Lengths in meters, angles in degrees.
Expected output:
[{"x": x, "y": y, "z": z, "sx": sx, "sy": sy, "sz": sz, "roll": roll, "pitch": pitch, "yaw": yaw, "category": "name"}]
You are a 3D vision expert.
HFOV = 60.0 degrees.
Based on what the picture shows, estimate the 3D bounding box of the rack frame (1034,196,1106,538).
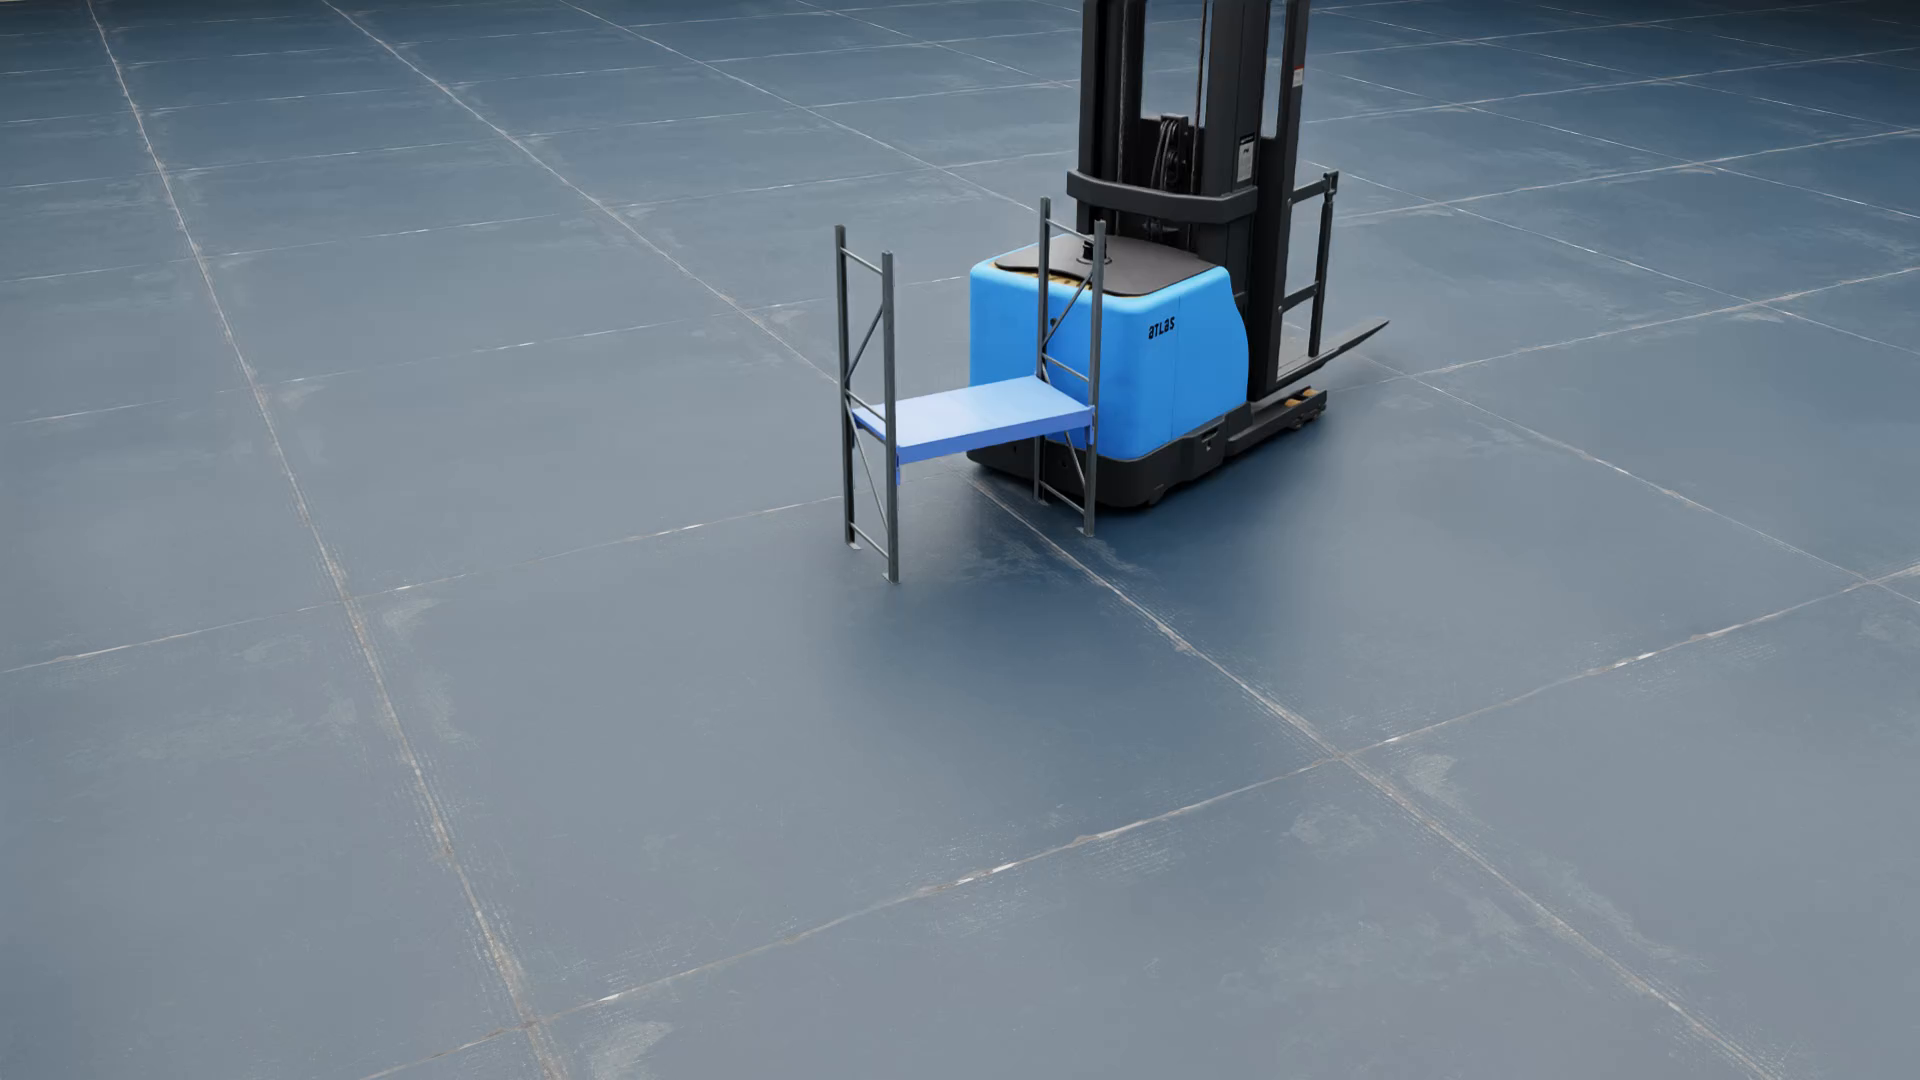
[{"x": 0.493, "y": -0.781, "z": 7.644, "sx": 0.032, "sy": 1.500, "sz": 0.500, "roll": -13, "pitch": 29, "yaw": -25, "category": "rack frame"}]

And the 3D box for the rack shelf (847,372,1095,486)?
[{"x": 0.046, "y": -0.515, "z": 7.505, "sx": 1.000, "sy": 0.185, "sz": 0.538, "roll": -13, "pitch": 29, "yaw": -25, "category": "rack shelf"}]

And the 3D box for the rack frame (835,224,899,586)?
[{"x": -0.401, "y": -0.572, "z": 7.209, "sx": 0.032, "sy": 1.500, "sz": 0.500, "roll": -13, "pitch": 29, "yaw": -25, "category": "rack frame"}]

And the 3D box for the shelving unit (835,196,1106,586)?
[{"x": 0.046, "y": -0.677, "z": 7.427, "sx": 1.048, "sy": 1.500, "sz": 0.538, "roll": -13, "pitch": 29, "yaw": -25, "category": "shelving unit"}]

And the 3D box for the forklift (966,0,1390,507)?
[{"x": 1.362, "y": -2.040, "z": 8.612, "sx": 1.130, "sy": 2.935, "sz": 3.031, "roll": 20, "pitch": 32, "yaw": 35, "category": "forklift"}]
